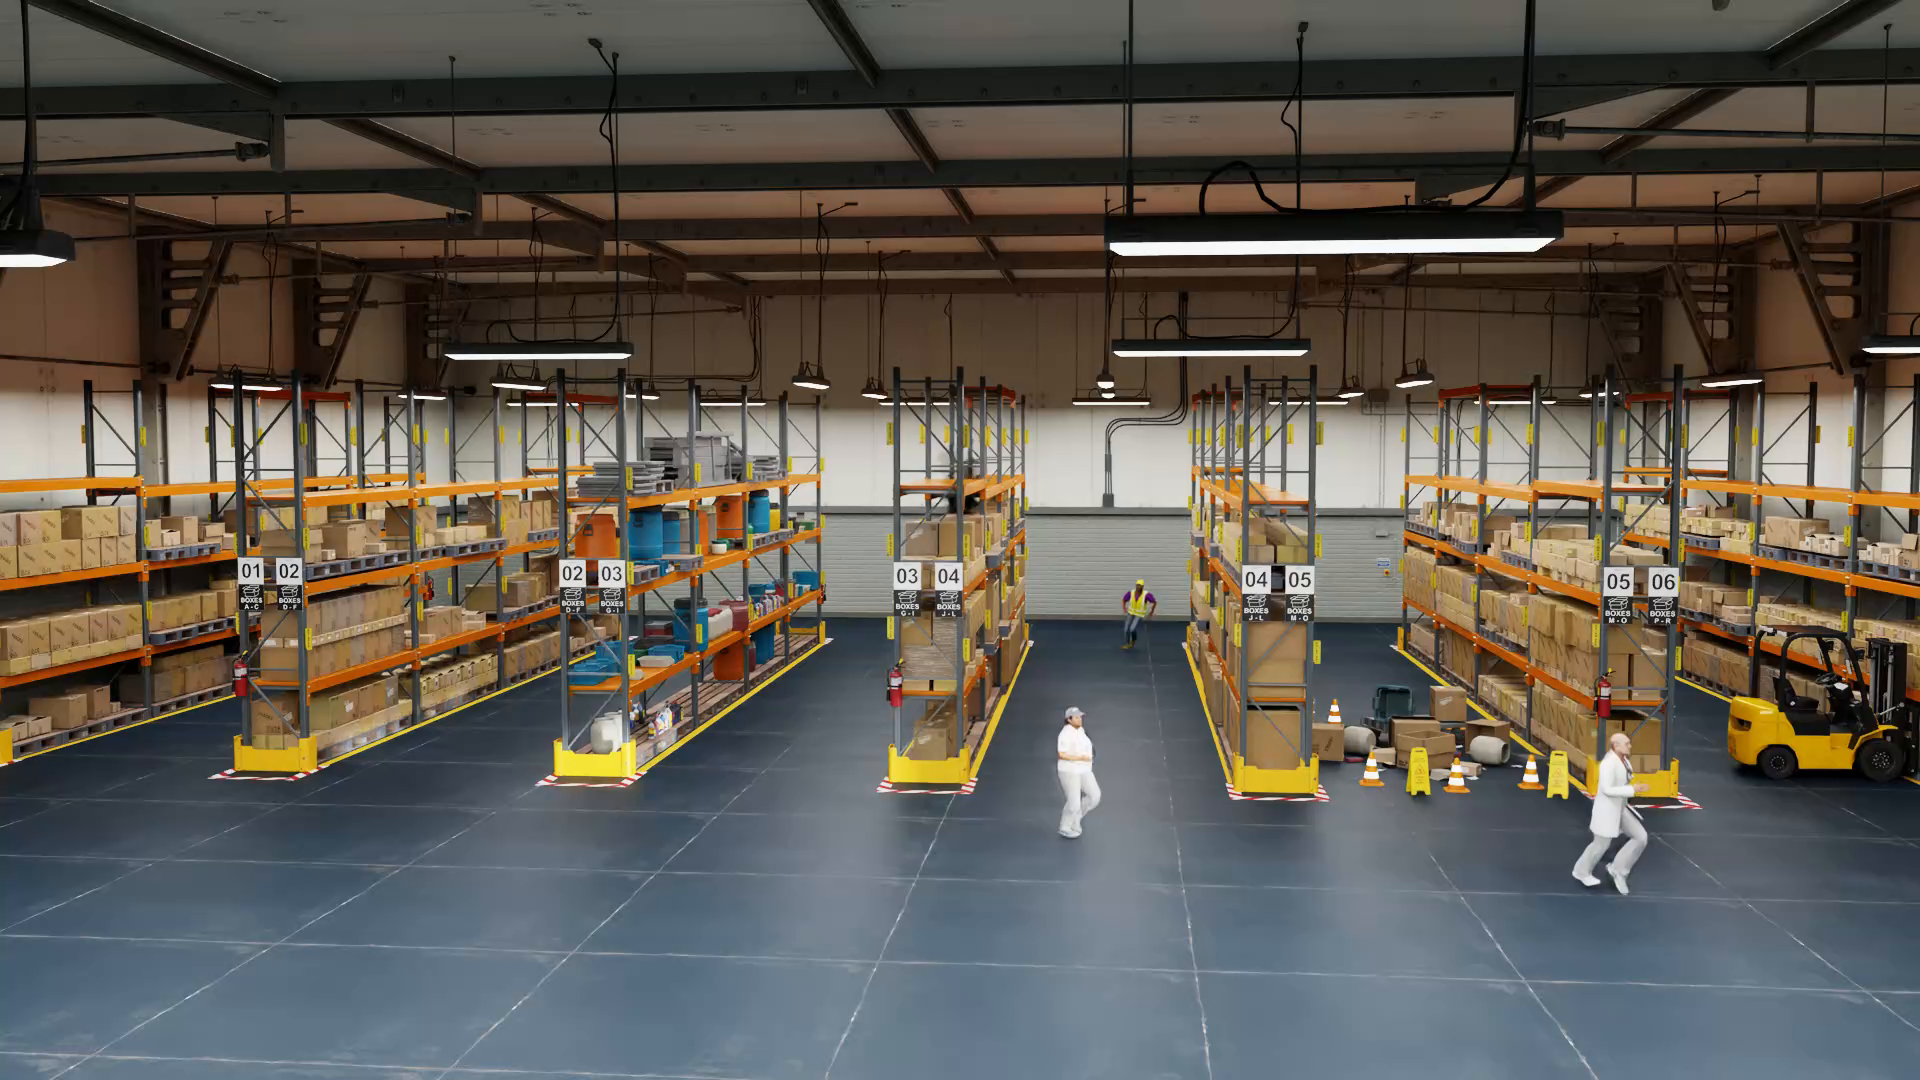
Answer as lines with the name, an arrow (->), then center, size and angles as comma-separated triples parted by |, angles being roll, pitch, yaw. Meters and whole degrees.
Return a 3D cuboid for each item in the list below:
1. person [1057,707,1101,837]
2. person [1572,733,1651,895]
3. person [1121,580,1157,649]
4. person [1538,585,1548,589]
person -> 1.489, 2.894, 20.700 | 0.565, 1.632, 0.592 | 3, 5, 41
person -> 7.145, 2.987, 18.223 | 0.751, 1.781, 0.893 | -3, 5, -44
person -> 4.139, 1.752, 38.920 | 0.802, 1.661, 0.585 | 2, 4, 26
person -> 12.757, 1.829, 36.480 | 0.657, 1.755, 0.971 | 0, 4, -5
